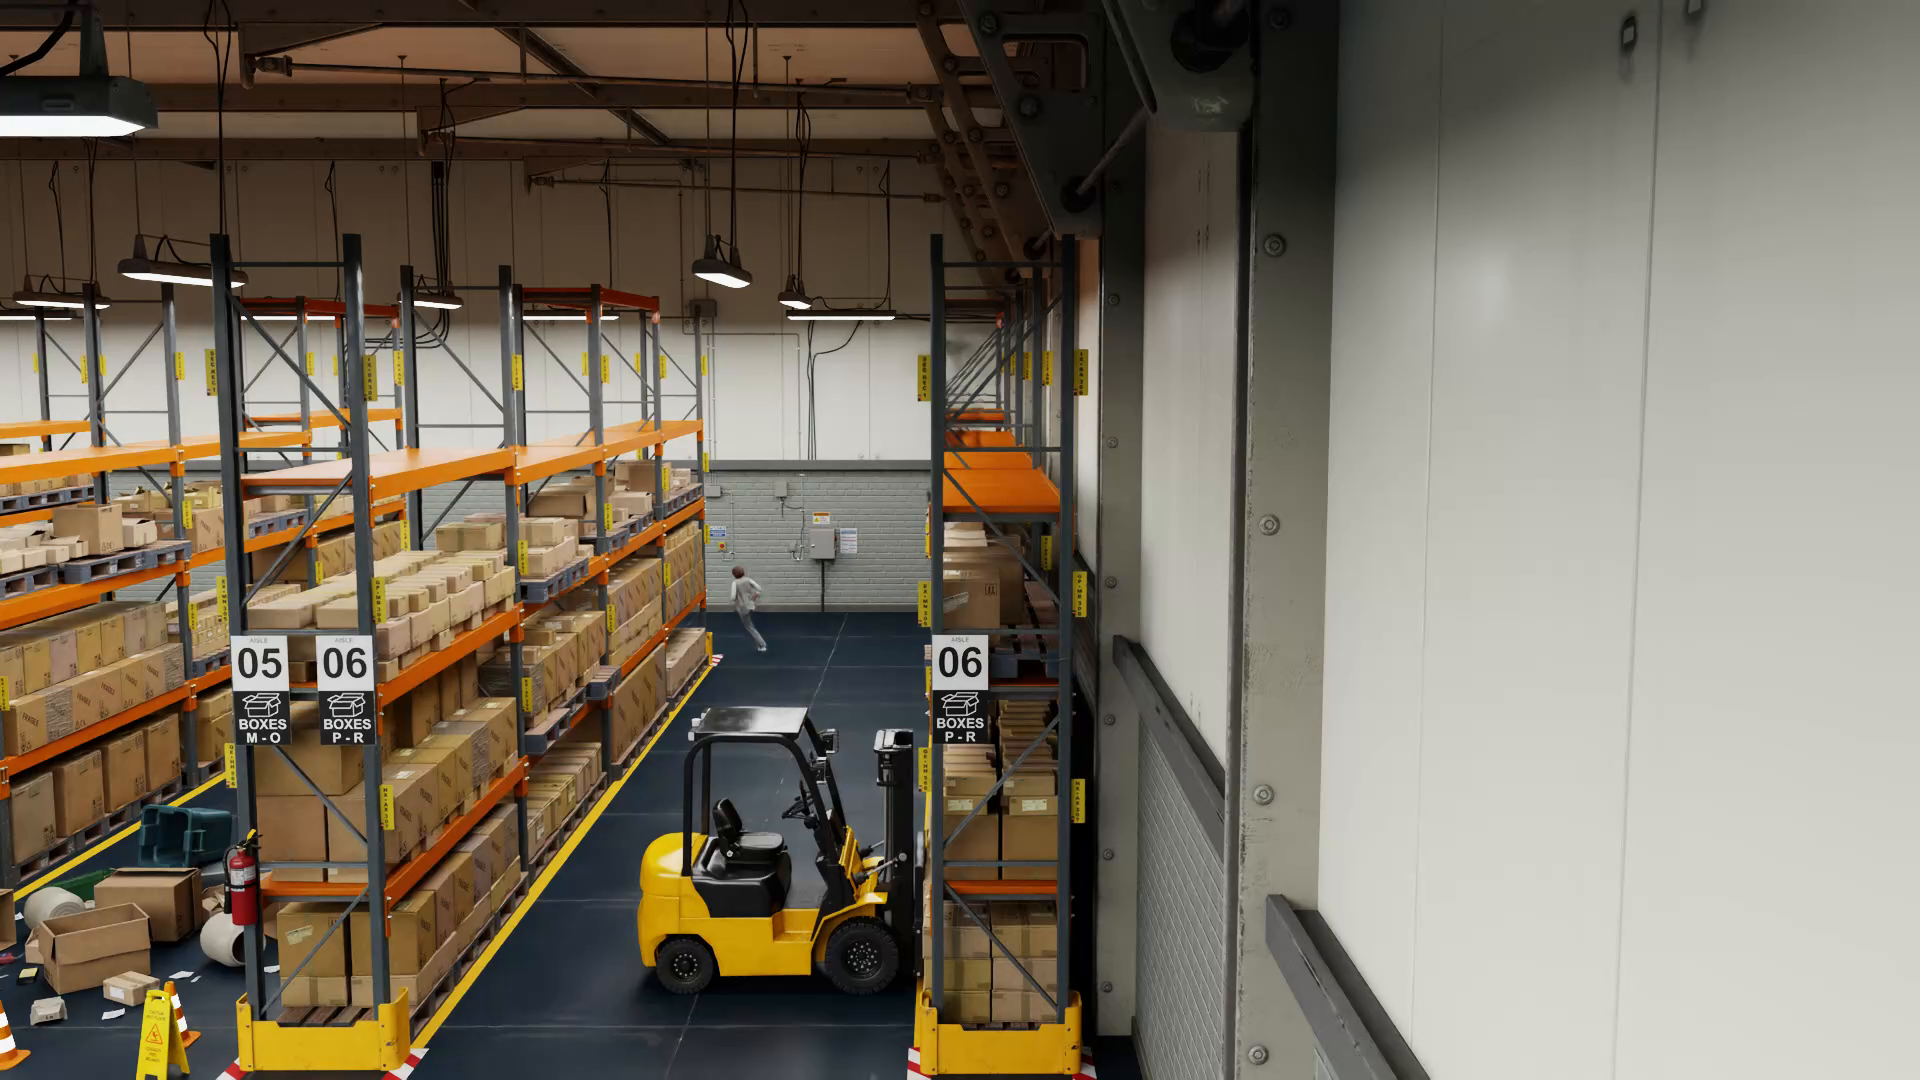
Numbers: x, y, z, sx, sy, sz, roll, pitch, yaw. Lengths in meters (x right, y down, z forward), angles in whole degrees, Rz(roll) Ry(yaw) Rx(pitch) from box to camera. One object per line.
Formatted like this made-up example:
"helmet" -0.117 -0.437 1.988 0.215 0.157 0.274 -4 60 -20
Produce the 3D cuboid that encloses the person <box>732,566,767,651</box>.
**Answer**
"person" -3.680 1.206 28.971 0.610 1.538 0.600 5 8 40
